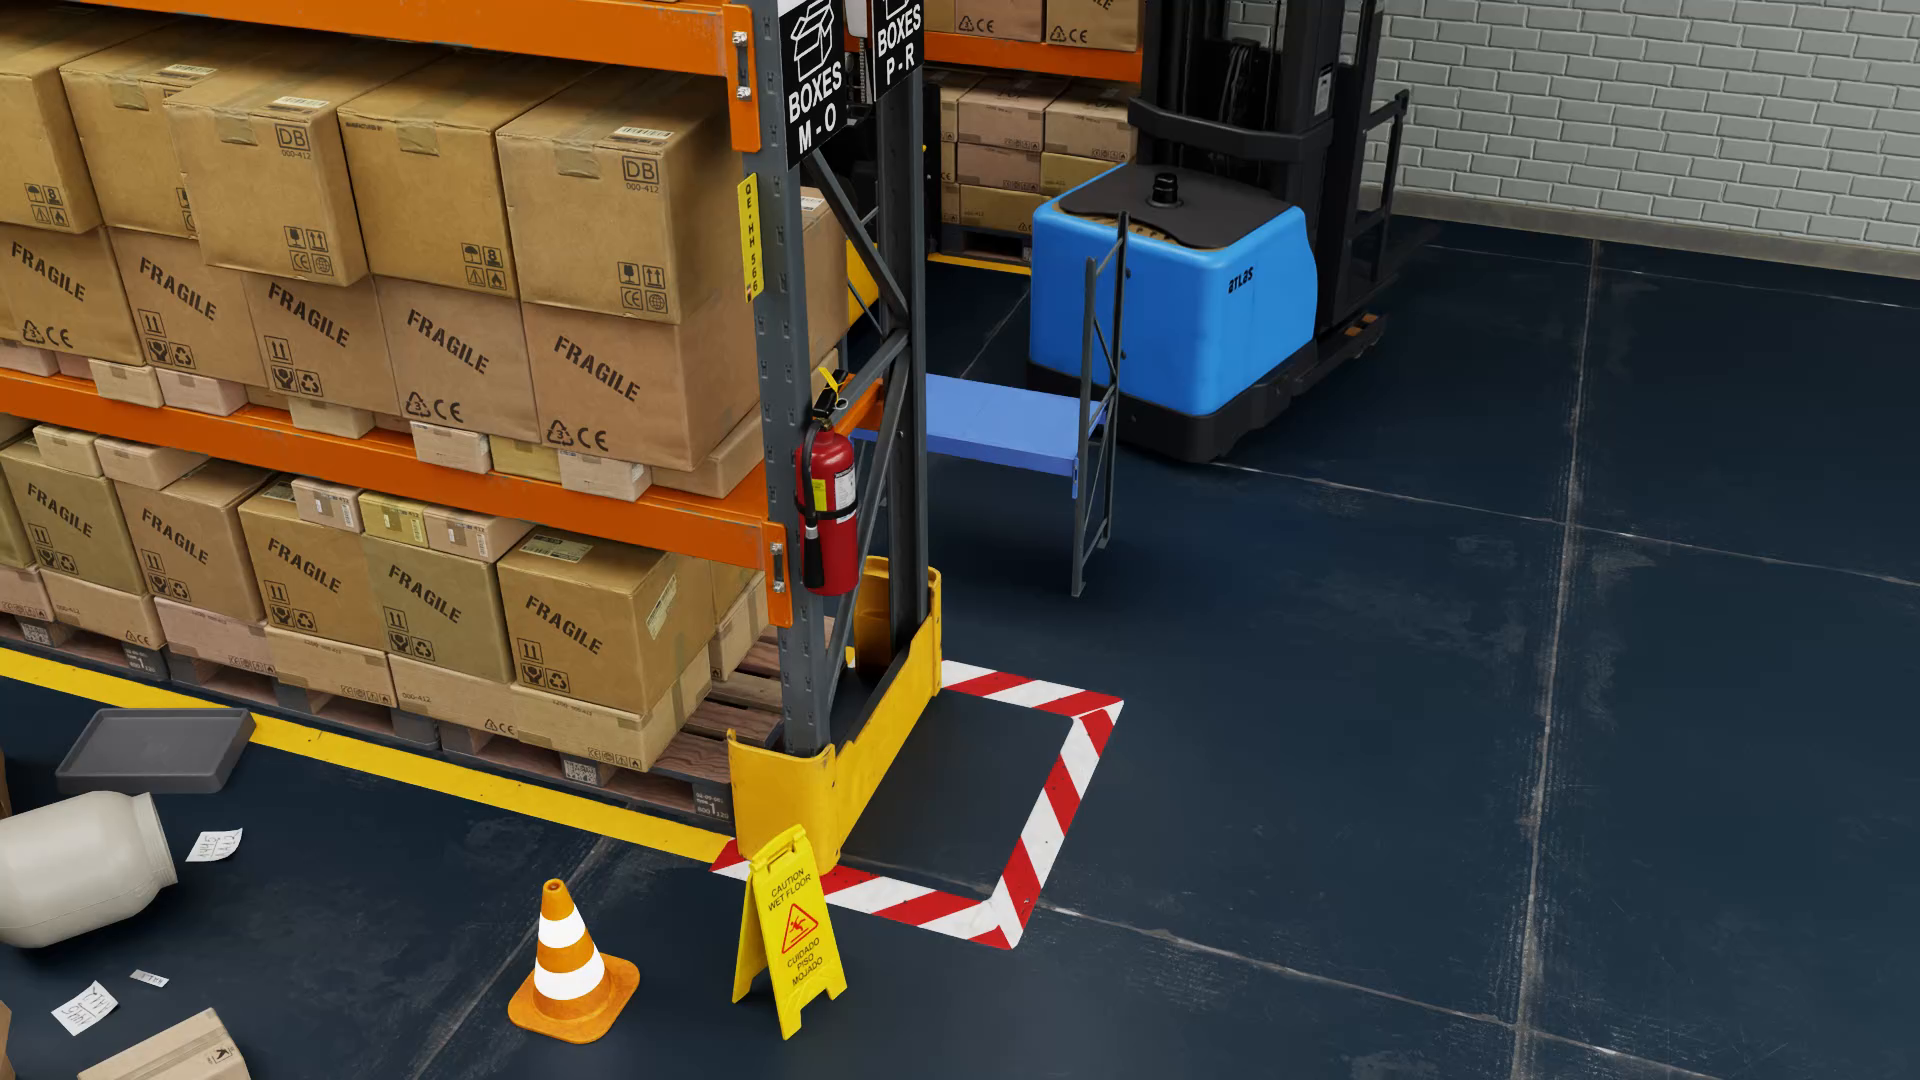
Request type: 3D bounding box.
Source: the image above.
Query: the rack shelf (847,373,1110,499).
[{"bbox_3d":[0.080,-0.463,6.917,1.000,0.185,0.538,11,34,16],"label":"rack shelf"}]

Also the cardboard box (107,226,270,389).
[{"bbox_3d":[-2.354,-0.863,5.454,0.500,0.500,0.500,11,35,17],"label":"cardboard box"}]

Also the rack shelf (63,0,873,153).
[{"bbox_3d":[-2.222,-1.771,5.126,4.000,0.370,1.077,11,34,16],"label":"rack shelf"}]

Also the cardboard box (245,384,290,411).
[{"bbox_3d":[-2.196,-0.591,5.631,0.250,0.149,0.380,11,34,16],"label":"cardboard box"}]

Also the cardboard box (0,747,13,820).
[{"bbox_3d":[-3.555,0.761,5.609,0.500,0.500,0.500,-18,37,-25],"label":"cardboard box"}]

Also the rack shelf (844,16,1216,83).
[{"bbox_3d":[-0.551,-3.046,9.866,4.000,0.370,1.077,11,34,16],"label":"rack shelf"}]

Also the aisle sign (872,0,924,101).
[{"bbox_3d":[-0.177,-1.687,4.700,0.004,0.787,0.394,11,34,16],"label":"aisle sign"}]

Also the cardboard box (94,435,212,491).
[{"bbox_3d":[-2.804,-0.348,5.882,0.250,0.149,0.380,13,35,19],"label":"cardboard box"}]

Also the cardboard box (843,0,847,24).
[{"bbox_3d":[-0.665,-3.260,9.442,0.500,0.500,0.500,11,35,17],"label":"cardboard box"}]

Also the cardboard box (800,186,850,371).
[{"bbox_3d":[-0.692,-0.843,5.423,0.500,0.500,0.500,10,34,16],"label":"cardboard box"}]

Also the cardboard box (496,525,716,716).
[{"bbox_3d":[-1.182,0.203,5.627,0.500,0.500,0.500,11,35,17],"label":"cardboard box"}]

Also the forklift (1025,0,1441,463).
[{"bbox_3d":[1.613,-2.329,8.155,1.130,2.935,3.031,23,39,31],"label":"forklift"}]

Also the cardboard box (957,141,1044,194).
[{"bbox_3d":[0.299,-2.241,9.642,0.500,0.250,0.500,11,34,16],"label":"cardboard box"}]

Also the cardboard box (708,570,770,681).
[{"bbox_3d":[-1.006,0.242,6.257,0.500,0.250,0.500,11,34,16],"label":"cardboard box"}]

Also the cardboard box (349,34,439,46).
[{"bbox_3d":[-3.657,-3.129,11.133,0.625,0.625,0.875,11,34,16],"label":"cardboard box"}]

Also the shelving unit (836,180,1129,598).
[{"bbox_3d":[0.080,-0.614,6.819,1.048,1.500,0.538,11,34,16],"label":"shelving unit"}]

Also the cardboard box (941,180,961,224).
[{"bbox_3d":[-0.150,-2.121,9.917,0.500,0.250,0.500,11,35,17],"label":"cardboard box"}]

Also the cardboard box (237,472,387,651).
[{"bbox_3d":[-2.147,0.013,5.921,0.500,0.500,0.500,10,34,15],"label":"cardboard box"}]

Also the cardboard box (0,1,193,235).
[{"bbox_3d":[-2.827,-1.365,5.310,0.500,0.500,0.700,10,34,15],"label":"cardboard box"}]

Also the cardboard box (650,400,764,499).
[{"bbox_3d":[-0.764,-0.301,5.183,0.250,0.149,0.380,12,35,18],"label":"cardboard box"}]

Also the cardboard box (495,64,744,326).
[{"bbox_3d":[-0.894,-1.016,4.771,0.500,0.500,0.700,10,34,15],"label":"cardboard box"}]

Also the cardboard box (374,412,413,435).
[{"bbox_3d":[-1.720,-0.499,5.489,0.250,0.149,0.380,11,35,17],"label":"cardboard box"}]

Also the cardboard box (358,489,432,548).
[{"bbox_3d":[-1.785,-0.150,5.576,0.250,0.149,0.380,12,35,17],"label":"cardboard box"}]

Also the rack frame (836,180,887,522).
[{"bbox_3d":[-0.398,-0.707,6.963,0.032,1.500,0.500,11,34,16],"label":"rack frame"}]

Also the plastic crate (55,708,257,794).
[{"bbox_3d":[-2.904,0.753,6.010,0.583,0.080,0.402,0,33,0],"label":"plastic crate"}]

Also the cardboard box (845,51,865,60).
[{"bbox_3d":[-0.476,-2.892,10.191,0.500,0.250,0.500,10,34,16],"label":"cardboard box"}]

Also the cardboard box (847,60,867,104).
[{"bbox_3d":[-0.643,-2.623,9.774,0.500,0.250,0.500,10,34,15],"label":"cardboard box"}]

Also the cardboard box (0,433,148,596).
[{"bbox_3d":[-3.133,-0.178,6.217,0.500,0.500,0.500,12,35,18],"label":"cardboard box"}]

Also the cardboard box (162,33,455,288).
[{"bbox_3d":[-1.883,-1.154,4.983,0.500,0.500,0.700,11,34,16],"label":"cardboard box"}]

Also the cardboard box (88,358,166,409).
[{"bbox_3d":[-2.716,-0.614,5.666,0.250,0.149,0.380,11,34,17],"label":"cardboard box"}]

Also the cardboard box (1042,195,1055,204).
[{"bbox_3d":[0.783,-1.929,9.619,0.500,0.250,0.500,11,35,17],"label":"cardboard box"}]

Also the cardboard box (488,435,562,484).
[{"bbox_3d":[-1.274,-0.349,5.256,0.250,0.149,0.380,10,34,16],"label":"cardboard box"}]

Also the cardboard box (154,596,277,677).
[{"bbox_3d":[-2.634,0.233,6.272,0.500,0.250,0.500,11,34,16],"label":"cardboard box"}]

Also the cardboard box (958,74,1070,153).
[{"bbox_3d":[0.310,-2.439,9.489,0.500,0.250,0.500,12,35,17],"label":"cardboard box"}]

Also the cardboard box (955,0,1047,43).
[{"bbox_3d":[0.294,-3.080,9.163,0.500,0.500,0.500,12,35,18],"label":"cardboard box"}]

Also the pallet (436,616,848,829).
[{"bbox_3d":[-1.164,0.543,6.214,1.213,0.211,1.003,11,34,16],"label":"pallet"}]

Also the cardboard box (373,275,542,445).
[{"bbox_3d":[-1.413,-0.667,5.151,0.500,0.500,0.500,11,34,17],"label":"cardboard box"}]

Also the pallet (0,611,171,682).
[{"bbox_3d":[-3.461,0.097,6.905,1.213,0.211,1.003,11,34,16],"label":"pallet"}]

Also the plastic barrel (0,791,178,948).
[{"bbox_3d":[-2.795,1.030,5.265,0.512,0.421,0.421,-18,37,-25],"label":"plastic barrel"}]

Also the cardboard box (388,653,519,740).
[{"bbox_3d":[-1.676,0.422,5.979,0.500,0.250,0.500,11,34,17],"label":"cardboard box"}]

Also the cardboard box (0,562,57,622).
[{"bbox_3d":[-3.641,0.045,6.562,0.500,0.250,0.500,9,34,14],"label":"cardboard box"}]

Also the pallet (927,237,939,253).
[{"bbox_3d":[-0.547,-2.154,10.391,1.213,0.211,1.003,11,34,16],"label":"pallet"}]

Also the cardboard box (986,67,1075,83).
[{"bbox_3d":[0.471,-2.698,9.890,0.500,0.250,0.500,11,34,17],"label":"cardboard box"}]

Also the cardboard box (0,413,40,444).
[{"bbox_3d":[-3.543,-0.489,6.100,0.250,0.149,0.380,11,35,17],"label":"cardboard box"}]

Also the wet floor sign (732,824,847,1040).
[{"bbox_3d":[-0.522,1.123,4.916,0.232,0.644,0.267,24,40,32],"label":"wet floor sign"}]

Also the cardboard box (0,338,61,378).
[{"bbox_3d":[-3.180,-0.737,5.857,0.250,0.149,0.380,12,35,18],"label":"cardboard box"}]

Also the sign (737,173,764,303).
[{"bbox_3d":[-0.546,-0.787,4.345,0.005,0.325,0.100,11,34,16],"label":"sign"}]

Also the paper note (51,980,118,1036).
[{"bbox_3d":[-2.650,1.416,5.039,0.142,0.019,0.148,24,40,32],"label":"paper note"}]

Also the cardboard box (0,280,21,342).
[{"bbox_3d":[-3.304,-1.044,5.734,0.500,0.500,0.500,11,34,16],"label":"cardboard box"}]

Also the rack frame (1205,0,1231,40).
[{"bbox_3d":[1.332,-2.983,9.104,0.127,3.000,1.000,11,34,16],"label":"rack frame"}]
